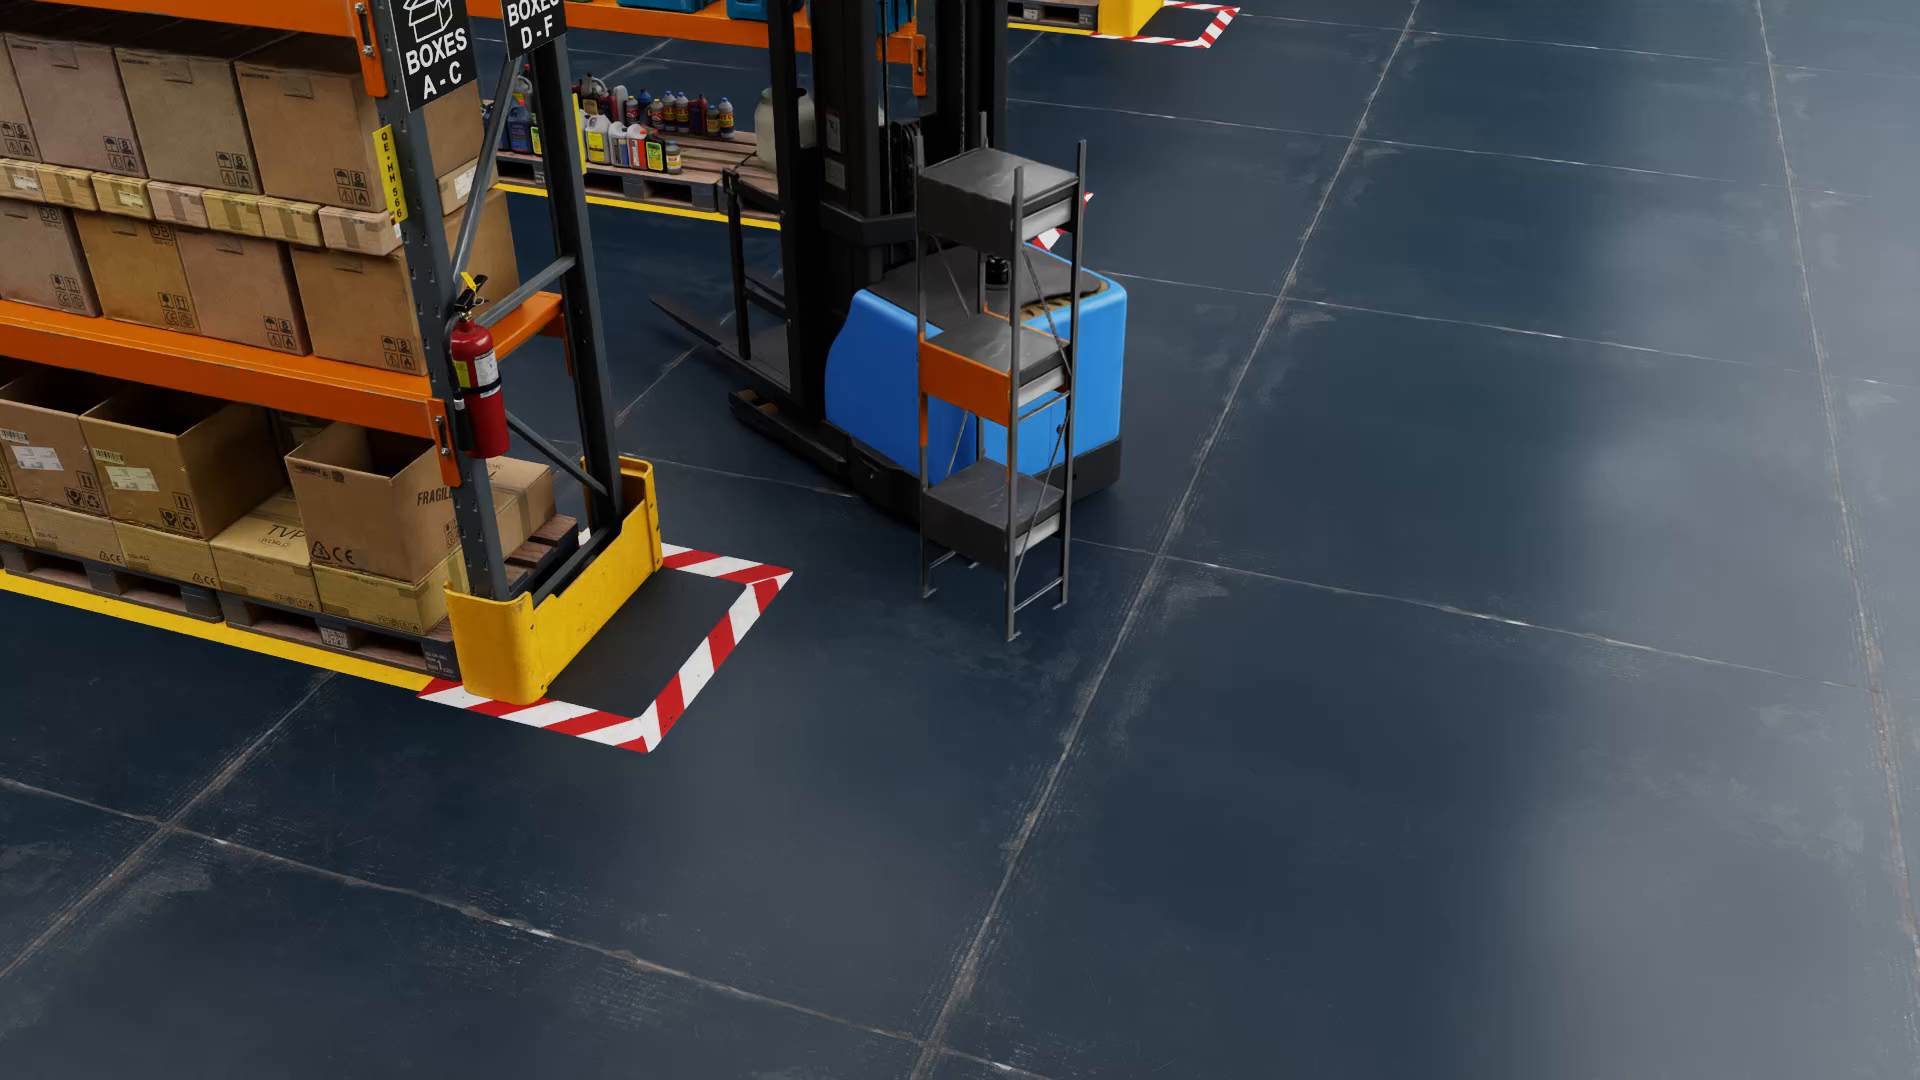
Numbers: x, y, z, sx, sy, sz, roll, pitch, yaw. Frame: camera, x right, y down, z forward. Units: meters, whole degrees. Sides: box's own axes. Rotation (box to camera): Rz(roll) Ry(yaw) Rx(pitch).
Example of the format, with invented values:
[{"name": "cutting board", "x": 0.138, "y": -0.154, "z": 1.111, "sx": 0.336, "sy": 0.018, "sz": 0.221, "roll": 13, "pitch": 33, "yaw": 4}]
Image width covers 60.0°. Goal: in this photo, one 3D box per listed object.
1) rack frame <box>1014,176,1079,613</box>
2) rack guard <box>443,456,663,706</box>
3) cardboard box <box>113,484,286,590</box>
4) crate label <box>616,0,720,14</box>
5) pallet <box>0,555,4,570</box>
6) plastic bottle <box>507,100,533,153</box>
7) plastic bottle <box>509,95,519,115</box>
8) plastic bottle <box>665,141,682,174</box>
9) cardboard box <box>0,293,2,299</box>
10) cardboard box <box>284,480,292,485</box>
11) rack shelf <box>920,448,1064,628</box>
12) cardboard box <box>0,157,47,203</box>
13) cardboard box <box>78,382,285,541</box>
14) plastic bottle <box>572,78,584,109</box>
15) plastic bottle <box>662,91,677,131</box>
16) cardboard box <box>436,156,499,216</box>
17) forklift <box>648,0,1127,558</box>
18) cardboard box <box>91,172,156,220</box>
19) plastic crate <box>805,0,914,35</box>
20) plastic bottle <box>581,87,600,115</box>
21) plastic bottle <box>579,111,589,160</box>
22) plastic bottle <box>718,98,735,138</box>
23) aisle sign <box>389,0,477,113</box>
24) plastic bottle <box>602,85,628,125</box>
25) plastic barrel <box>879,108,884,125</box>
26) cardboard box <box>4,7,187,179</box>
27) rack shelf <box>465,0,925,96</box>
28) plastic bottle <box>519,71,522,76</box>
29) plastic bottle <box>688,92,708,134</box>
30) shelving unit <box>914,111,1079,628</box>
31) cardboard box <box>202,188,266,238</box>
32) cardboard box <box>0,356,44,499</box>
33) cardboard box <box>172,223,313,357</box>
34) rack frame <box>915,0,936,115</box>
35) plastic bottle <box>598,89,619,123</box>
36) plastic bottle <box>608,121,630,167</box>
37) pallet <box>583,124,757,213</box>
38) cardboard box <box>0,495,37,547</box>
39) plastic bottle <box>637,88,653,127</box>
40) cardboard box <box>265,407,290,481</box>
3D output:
[{"name": "rack frame", "x": 0.333, "y": -0.527, "z": 6.630, "sx": 0.006, "sy": 1.831, "sz": 0.380, "roll": 26, "pitch": 41, "yaw": 34}, {"name": "rack guard", "x": -1.695, "y": 0.139, "z": 7.074, "sx": 0.348, "sy": 0.500, "sz": 1.175, "roll": 11, "pitch": 34, "yaw": 16}, {"name": "cardboard box", "x": -3.269, "y": -0.060, "z": 7.225, "sx": 0.500, "sy": 0.250, "sz": 0.500, "roll": 11, "pitch": 34, "yaw": 16}, {"name": "crate label", "x": -1.867, "y": -3.658, "z": 10.617, "sx": 0.616, "sy": 0.435, "sz": 0.502, "roll": 11, "pitch": 34, "yaw": 16}, {"name": "pallet", "x": -4.749, "y": -0.309, "z": 8.034, "sx": 1.213, "sy": 0.211, "sz": 1.003, "roll": 11, "pitch": 34, "yaw": 16}, {"name": "plastic bottle", "x": -3.011, "y": -2.854, "z": 11.441, "sx": 0.185, "sy": 0.351, "sz": 0.144, "roll": 10, "pitch": 34, "yaw": 14}, {"name": "plastic bottle", "x": -3.140, "y": -2.962, "z": 11.609, "sx": 0.185, "sy": 0.351, "sz": 0.144, "roll": 11, "pitch": 34, "yaw": 16}, {"name": "plastic bottle", "x": -1.920, "y": -2.565, "z": 11.132, "sx": 0.097, "sy": 0.201, "sz": 0.097, "roll": 0, "pitch": 33, "yaw": 0}, {"name": "cardboard box", "x": -4.094, "y": -1.424, "z": 7.099, "sx": 0.500, "sy": 0.500, "sz": 0.700, "roll": 12, "pitch": 35, "yaw": 17}, {"name": "cardboard box", "x": -3.090, "y": -0.330, "z": 7.643, "sx": 0.500, "sy": 0.250, "sz": 0.500, "roll": 11, "pitch": 34, "yaw": 16}, {"name": "rack shelf", "x": 0.149, "y": -0.014, "z": 7.152, "sx": 0.480, "sy": 0.518, "sz": 0.431, "roll": 26, "pitch": 41, "yaw": 34}, {"name": "cardboard box", "x": -3.603, "y": -1.485, "z": 6.595, "sx": 0.250, "sy": 0.149, "sz": 0.380, "roll": 11, "pitch": 34, "yaw": 16}, {"name": "cardboard box", "x": -3.270, "y": -0.373, "z": 7.019, "sx": 0.500, "sy": 0.500, "sz": 0.500, "roll": 11, "pitch": 34, "yaw": 16}, {"name": "plastic bottle", "x": -2.757, "y": -3.205, "z": 12.048, "sx": 0.133, "sy": 0.283, "sz": 0.061, "roll": 13, "pitch": 35, "yaw": 20}, {"name": "plastic bottle", "x": -2.062, "y": -3.054, "z": 11.825, "sx": 0.097, "sy": 0.271, "sz": 0.097, "roll": 0, "pitch": 33, "yaw": 0}, {"name": "cardboard box", "x": -2.015, "y": -1.412, "z": 6.481, "sx": 0.250, "sy": 0.149, "sz": 0.380, "roll": 11, "pitch": 34, "yaw": 16}, {"name": "forklift", "x": -0.471, "y": -1.773, "z": 7.794, "sx": 1.366, "sy": 2.935, "sz": 3.569, "roll": -25, "pitch": 40, "yaw": -33}, {"name": "cardboard box", "x": -3.113, "y": -1.391, "z": 6.449, "sx": 0.250, "sy": 0.149, "sz": 0.380, "roll": 12, "pitch": 35, "yaw": 18}, {"name": "plastic crate", "x": -0.616, "y": -3.320, "z": 10.264, "sx": 0.616, "sy": 0.251, "sz": 0.499, "roll": 11, "pitch": 34, "yaw": 16}, {"name": "plastic bottle", "x": -2.631, "y": -3.098, "z": 11.881, "sx": 0.133, "sy": 0.283, "sz": 0.061, "roll": 11, "pitch": 34, "yaw": 16}, {"name": "plastic bottle", "x": -2.611, "y": -2.776, "z": 11.321, "sx": 0.185, "sy": 0.351, "sz": 0.144, "roll": 11, "pitch": 34, "yaw": 16}, {"name": "plastic bottle", "x": -1.645, "y": -2.973, "z": 11.700, "sx": 0.097, "sy": 0.271, "sz": 0.097, "roll": 0, "pitch": 33, "yaw": 0}, {"name": "aisle sign", "x": -1.755, "y": -1.846, "z": 5.446, "sx": 0.004, "sy": 0.787, "sz": 0.394, "roll": 11, "pitch": 34, "yaw": 16}, {"name": "plastic bottle", "x": -2.469, "y": -3.120, "z": 11.922, "sx": 0.135, "sy": 0.276, "sz": 0.152, "roll": 12, "pitch": 35, "yaw": 17}, {"name": "plastic barrel", "x": -0.689, "y": -2.657, "z": 11.006, "sx": 0.421, "sy": 0.512, "sz": 0.421, "roll": 0, "pitch": 33, "yaw": 0}, {"name": "cardboard box", "x": -3.175, "y": -1.789, "z": 6.468, "sx": 0.500, "sy": 0.500, "sz": 0.700, "roll": 11, "pitch": 34, "yaw": 17}, {"name": "rack shelf", "x": -1.926, "y": -3.508, "z": 11.081, "sx": 4.000, "sy": 0.370, "sz": 1.077, "roll": 11, "pitch": 34, "yaw": 16}, {"name": "plastic bottle", "x": -3.245, "y": -3.300, "z": 12.194, "sx": 0.133, "sy": 0.283, "sz": 0.061, "roll": 13, "pitch": 35, "yaw": 19}, {"name": "plastic bottle", "x": -1.852, "y": -3.029, "z": 11.775, "sx": 0.133, "sy": 0.283, "sz": 0.061, "roll": 12, "pitch": 35, "yaw": 17}, {"name": "shelving unit", "x": 0.148, "y": -0.615, "z": 6.766, "sx": 0.499, "sy": 2.100, "sz": 0.431, "roll": 26, "pitch": 41, "yaw": 34}, {"name": "cardboard box", "x": -2.630, "y": -1.296, "z": 6.302, "sx": 0.250, "sy": 0.149, "sz": 0.380, "roll": 11, "pitch": 34, "yaw": 16}, {"name": "cardboard box", "x": -4.211, "y": -0.556, "z": 7.302, "sx": 0.500, "sy": 0.500, "sz": 0.500, "roll": 11, "pitch": 34, "yaw": 16}, {"name": "cardboard box", "x": -4.772, "y": -1.144, "z": 7.438, "sx": 4.930, "sy": 1.340, "sz": 1.023, "roll": 12, "pitch": 35, "yaw": 18}, {"name": "rack frame", "x": -0.043, "y": -3.444, "z": 10.319, "sx": 0.127, "sy": 3.000, "sz": 1.000, "roll": 11, "pitch": 34, "yaw": 16}, {"name": "plastic bottle", "x": -2.504, "y": -3.068, "z": 11.836, "sx": 0.133, "sy": 0.283, "sz": 0.061, "roll": 11, "pitch": 34, "yaw": 16}, {"name": "plastic bottle", "x": -2.279, "y": -2.682, "z": 11.244, "sx": 0.135, "sy": 0.276, "sz": 0.152, "roll": 10, "pitch": 34, "yaw": 15}, {"name": "pallet", "x": -2.038, "y": -2.638, "z": 11.641, "sx": 1.213, "sy": 0.211, "sz": 1.003, "roll": 11, "pitch": 34, "yaw": 16}, {"name": "cardboard box", "x": -4.211, "y": -0.241, "z": 7.505, "sx": 0.500, "sy": 0.250, "sz": 0.500, "roll": 11, "pitch": 34, "yaw": 16}, {"name": "plastic bottle", "x": -2.253, "y": -3.092, "z": 11.883, "sx": 0.097, "sy": 0.271, "sz": 0.097, "roll": 0, "pitch": 33, "yaw": 0}, {"name": "cardboard box", "x": -3.094, "y": -0.639, "z": 7.431, "sx": 0.500, "sy": 0.500, "sz": 0.500, "roll": 11, "pitch": 34, "yaw": 16}]
